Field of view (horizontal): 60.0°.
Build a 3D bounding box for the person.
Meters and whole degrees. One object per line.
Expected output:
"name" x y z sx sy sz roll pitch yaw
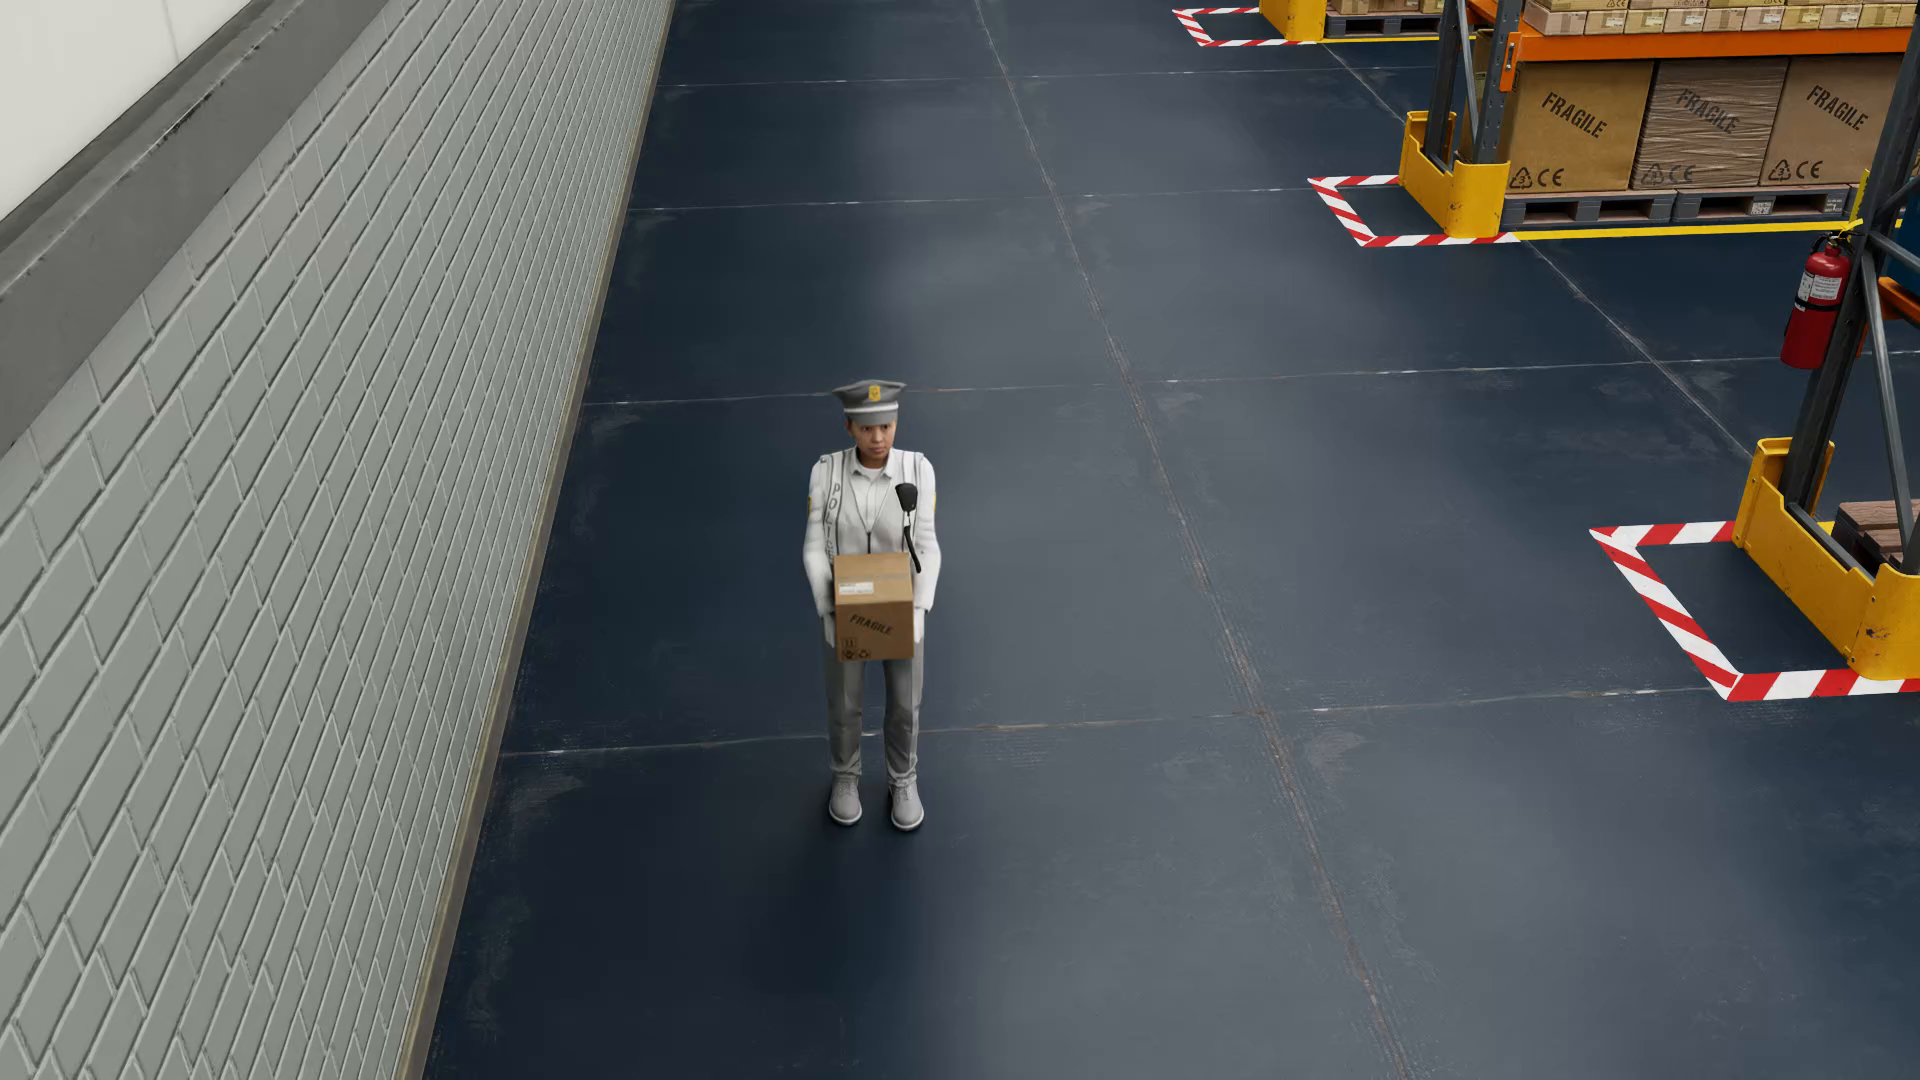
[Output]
"person" -0.294 0.256 5.688 0.460 1.686 0.564 -3 31 -4
